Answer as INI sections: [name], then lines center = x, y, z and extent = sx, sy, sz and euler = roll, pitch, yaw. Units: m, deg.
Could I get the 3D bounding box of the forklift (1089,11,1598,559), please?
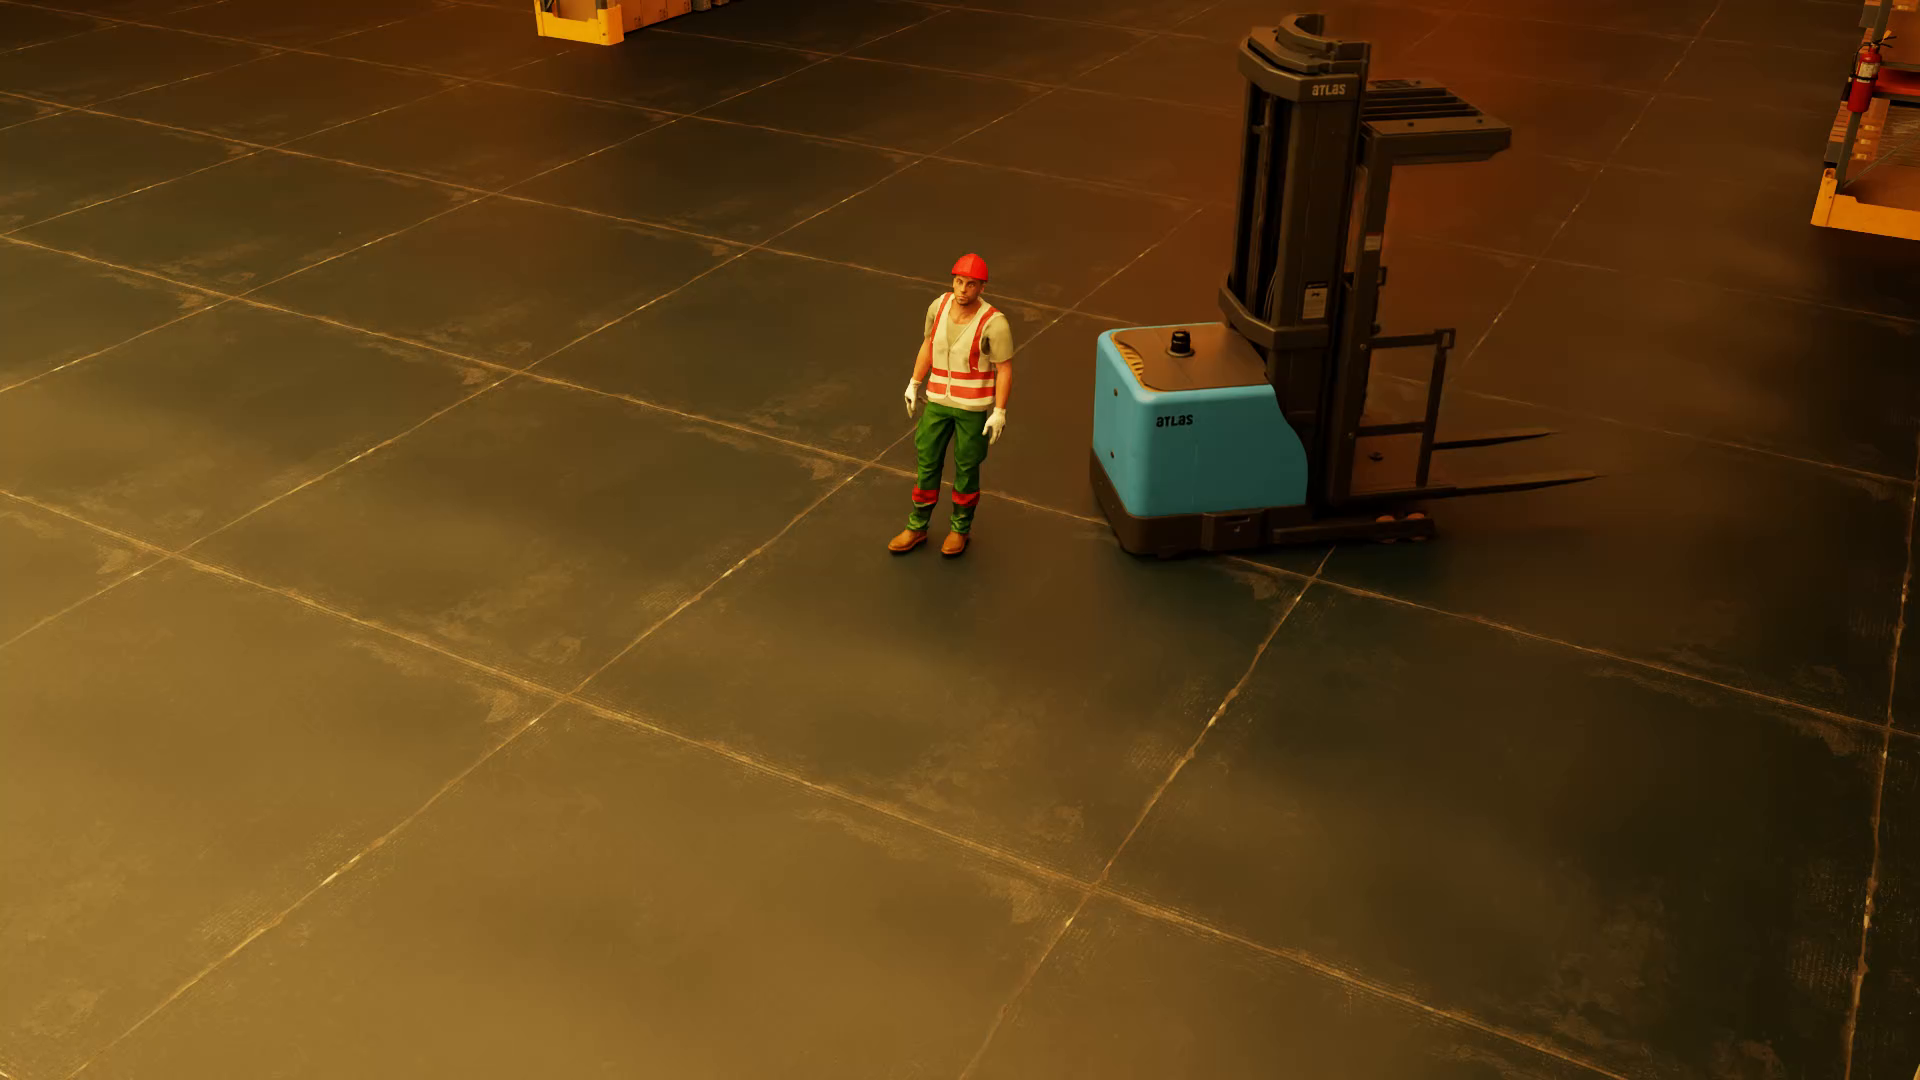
[forklift]
center = 2.382, -1.503, 9.675
extent = 3.031, 2.935, 1.130
euler = -5, 30, -9

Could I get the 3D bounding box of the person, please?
[person]
center = -0.049, -0.749, 9.496
extent = 0.638, 1.787, 0.564
euler = 15, 33, 25
